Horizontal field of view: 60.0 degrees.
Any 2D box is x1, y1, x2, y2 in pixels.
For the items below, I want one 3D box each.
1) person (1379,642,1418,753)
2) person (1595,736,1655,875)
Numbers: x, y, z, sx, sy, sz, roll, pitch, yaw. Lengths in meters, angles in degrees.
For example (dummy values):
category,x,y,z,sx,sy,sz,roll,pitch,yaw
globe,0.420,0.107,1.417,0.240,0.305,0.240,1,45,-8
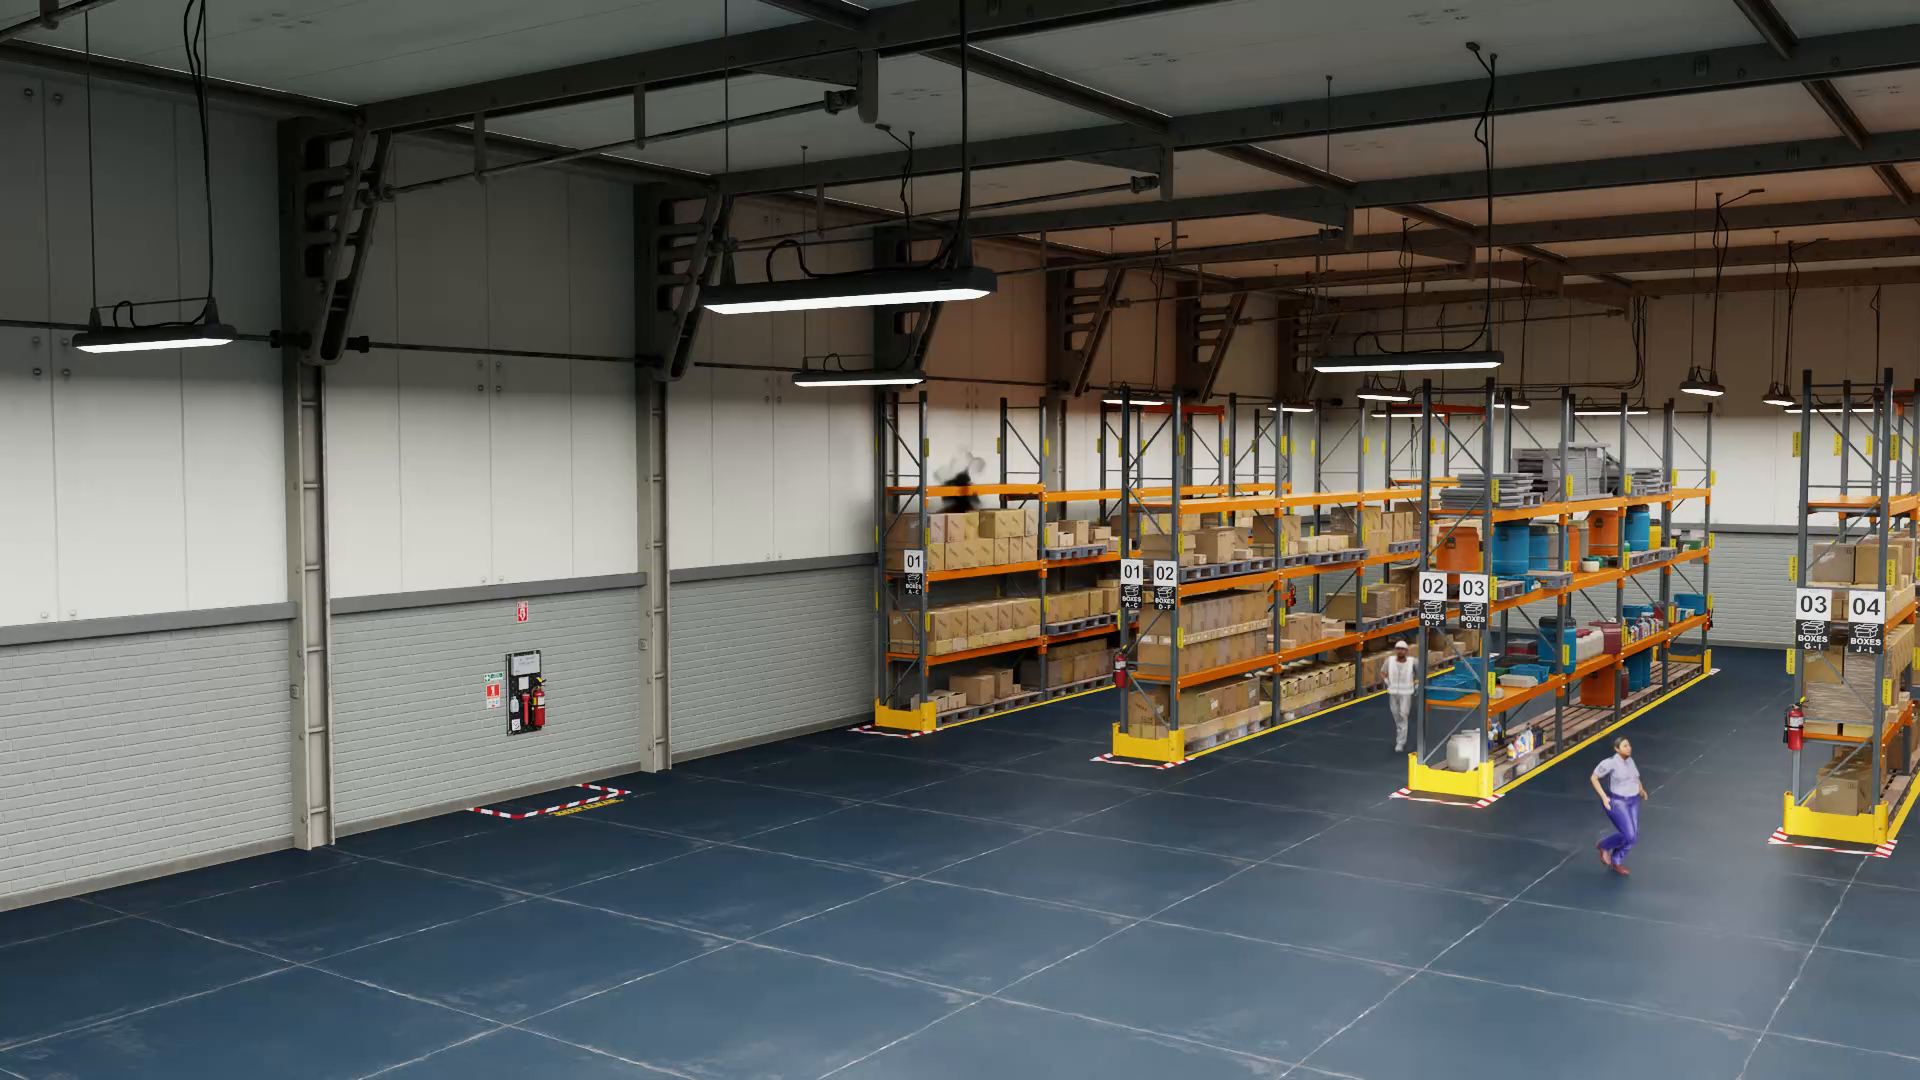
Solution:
category,x,y,z,sx,sy,sz,roll,pitch,yaw
person,7.281,2.578,27.573,0.684,1.777,0.930,2,4,28
person,7.835,3.102,19.443,0.588,1.614,0.634,-2,4,-27
